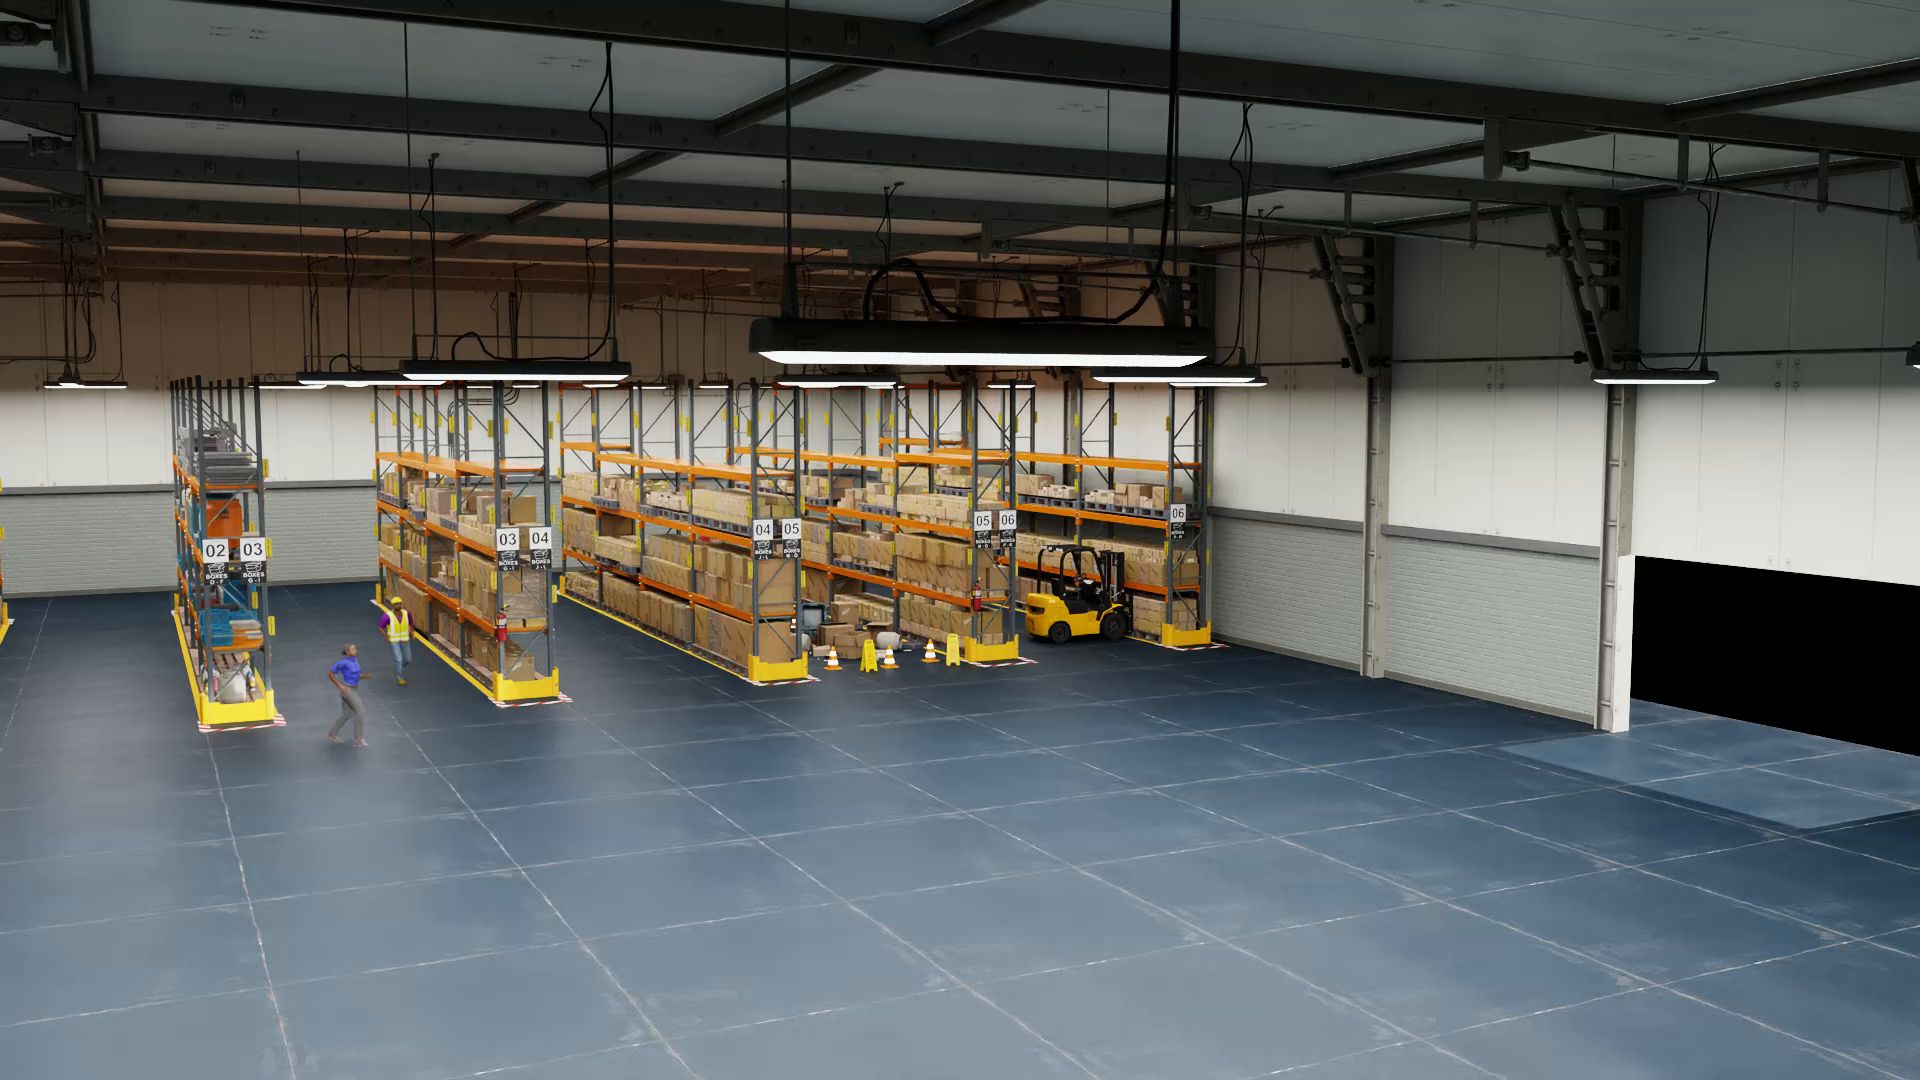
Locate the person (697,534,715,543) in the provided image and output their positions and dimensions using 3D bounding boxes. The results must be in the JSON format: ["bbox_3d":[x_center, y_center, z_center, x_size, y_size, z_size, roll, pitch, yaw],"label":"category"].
[{"bbox_3d":[-8.009,0.273,51.696,0.636,1.687,0.640,-5,7,-43],"label":"person"}]

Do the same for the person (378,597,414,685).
[{"bbox_3d":[-11.019,1.967,32.570,0.686,1.722,0.589,-4,6,-38],"label":"person"}]

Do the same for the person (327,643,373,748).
[{"bbox_3d":[-9.869,2.519,26.873,0.758,1.721,0.558,0,5,-3],"label":"person"}]
